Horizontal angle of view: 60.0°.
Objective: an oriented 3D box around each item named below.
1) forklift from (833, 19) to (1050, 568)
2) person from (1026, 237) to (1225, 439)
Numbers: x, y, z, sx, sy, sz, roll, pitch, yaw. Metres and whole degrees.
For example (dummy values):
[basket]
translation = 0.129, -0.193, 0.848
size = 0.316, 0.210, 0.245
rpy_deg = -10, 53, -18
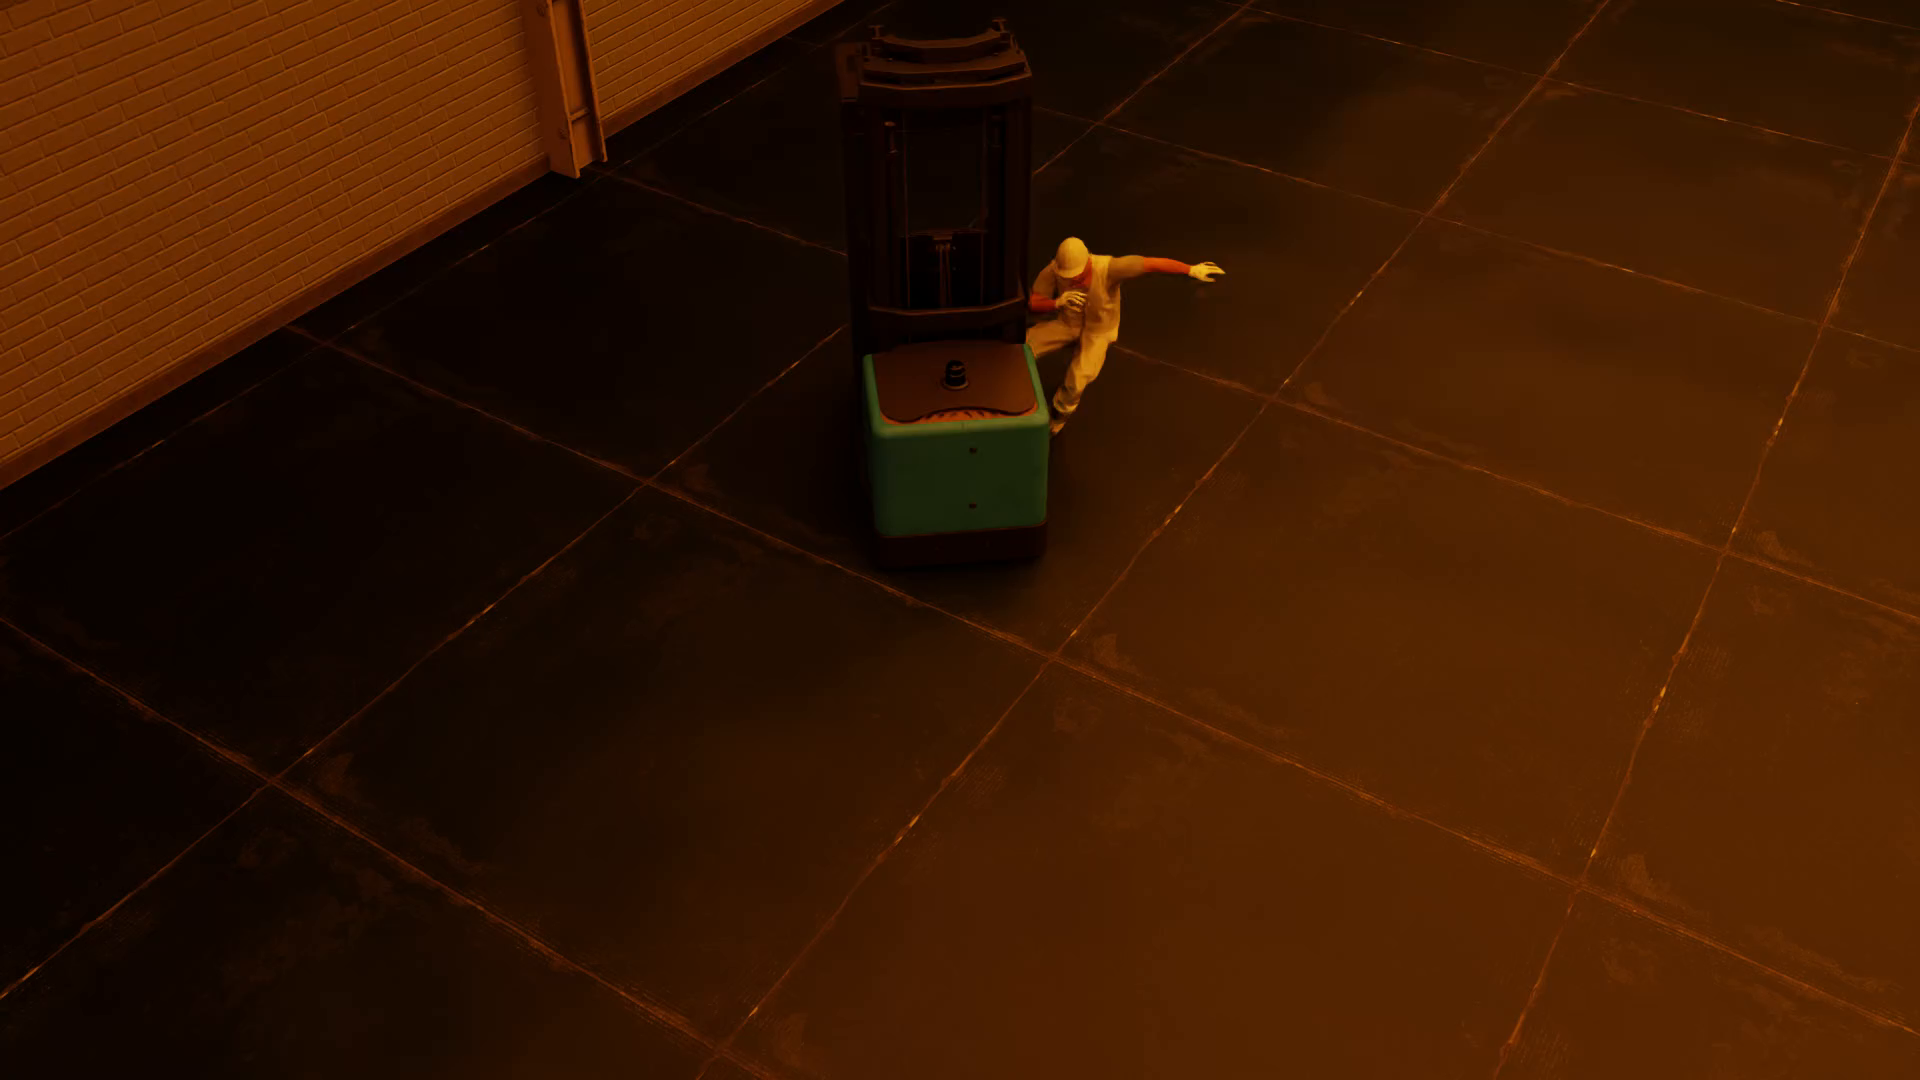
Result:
[forklift]
translation = -0.161, -1.900, 10.209
size = 1.130, 2.935, 3.031
rpy_deg = -4, 40, -5
[person]
translation = 0.865, -1.266, 10.466
size = 1.415, 1.404, 0.737
rpy_deg = 13, 42, 15
